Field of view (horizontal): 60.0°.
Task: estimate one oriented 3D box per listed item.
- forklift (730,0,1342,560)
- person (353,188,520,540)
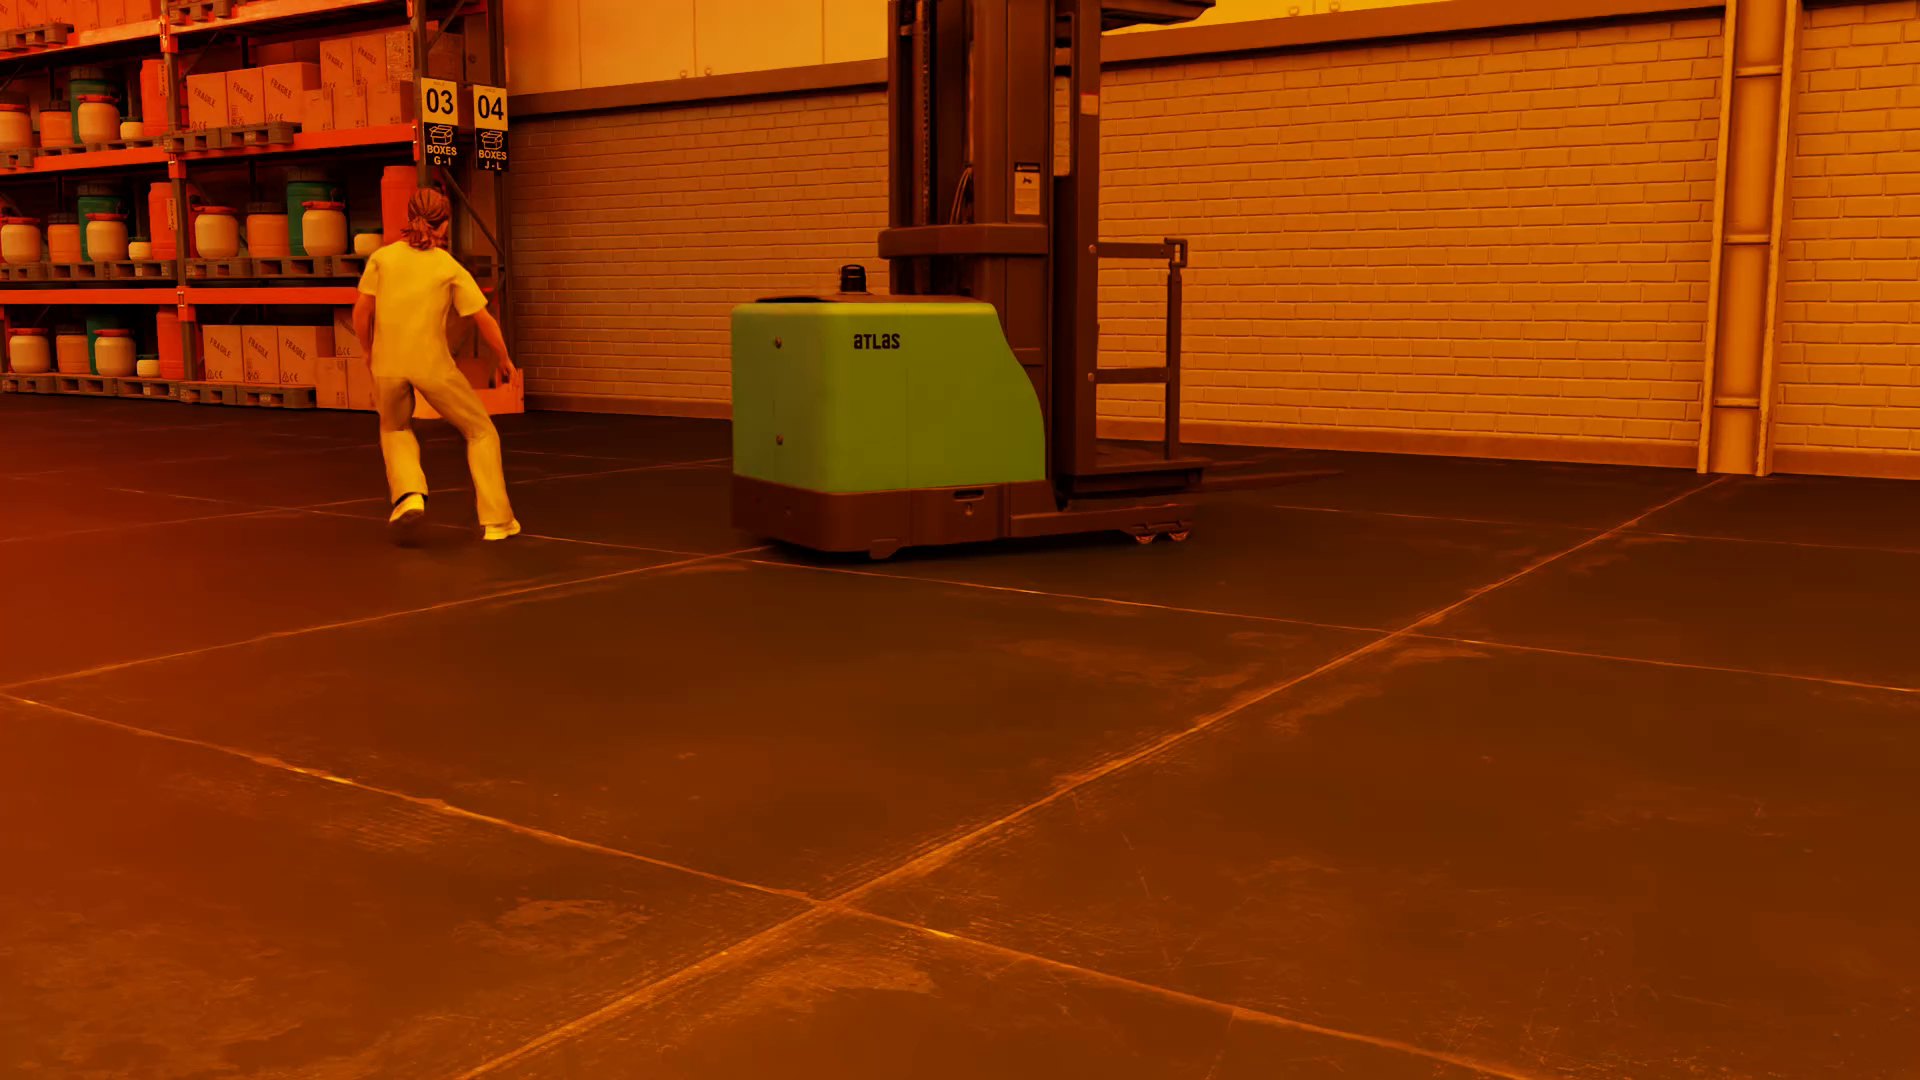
[{"bbox_3d":[0.482,-1.500,7.739,3.031,2.935,1.130,-5,10,-32],"label":"forklift"},{"bbox_3d":[-2.367,-0.778,7.494,0.664,1.568,0.484,-1,8,-5],"label":"person"}]
